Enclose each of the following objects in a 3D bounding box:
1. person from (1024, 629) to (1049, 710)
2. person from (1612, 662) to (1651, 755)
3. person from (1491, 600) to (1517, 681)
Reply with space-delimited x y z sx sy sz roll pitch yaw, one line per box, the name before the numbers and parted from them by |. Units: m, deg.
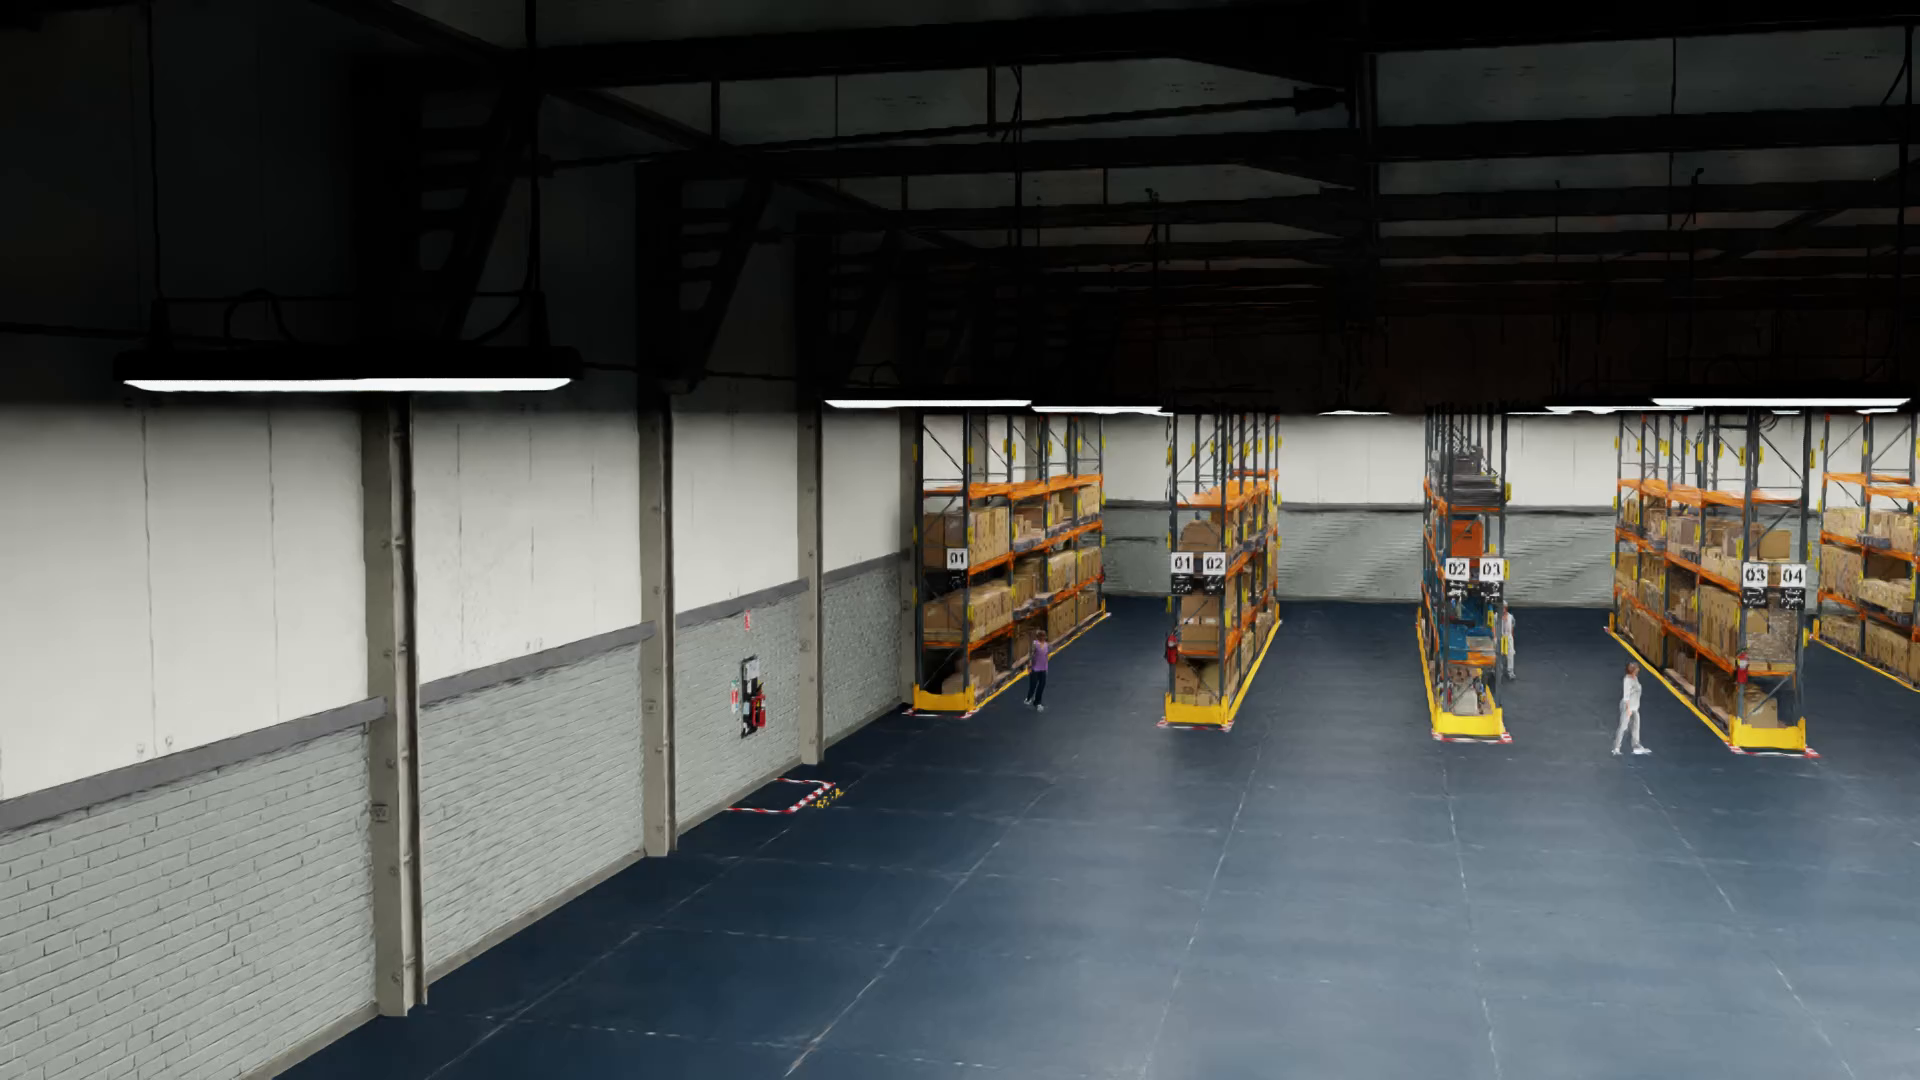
person | 1.502 2.529 32.579 0.471 1.588 0.501 -2 5 -24
person | 11.355 2.889 28.138 0.493 1.484 0.615 4 6 43
person | 11.821 2.173 36.205 0.528 1.727 1.030 0 4 6
